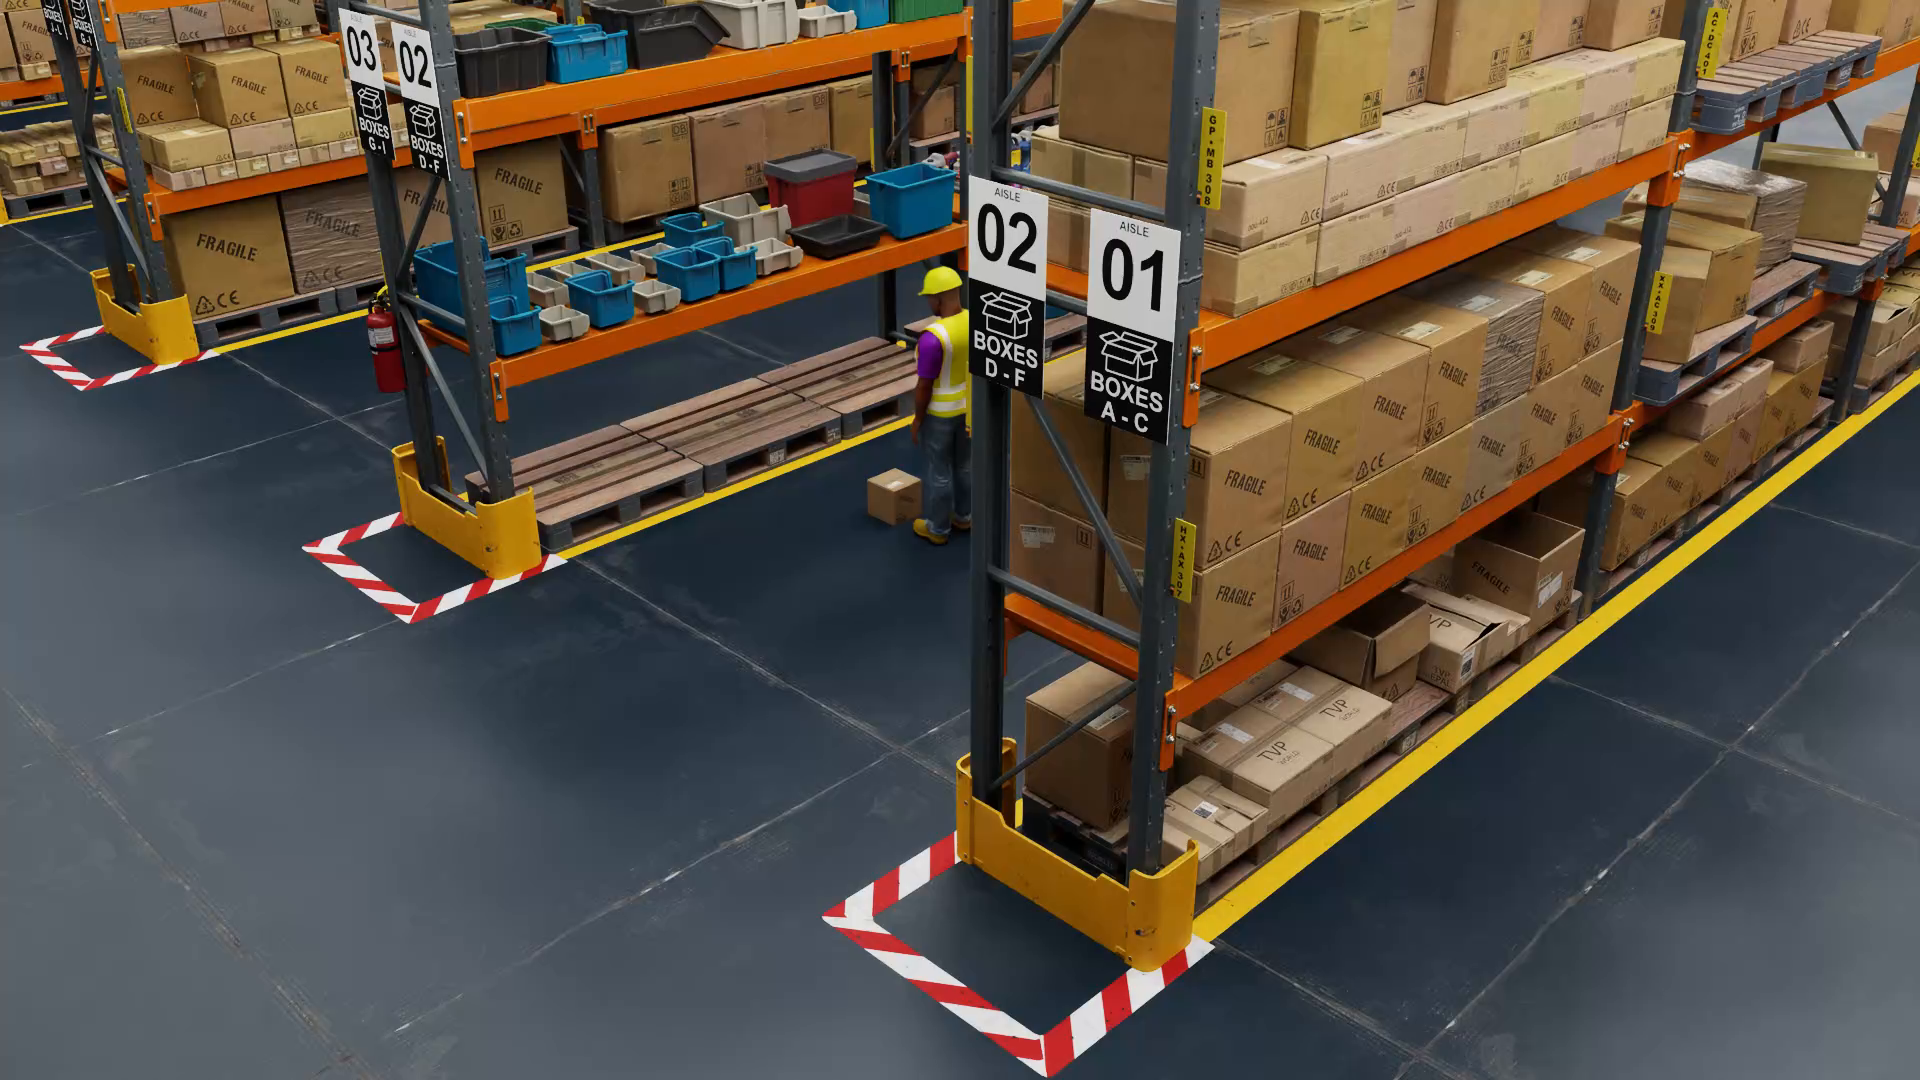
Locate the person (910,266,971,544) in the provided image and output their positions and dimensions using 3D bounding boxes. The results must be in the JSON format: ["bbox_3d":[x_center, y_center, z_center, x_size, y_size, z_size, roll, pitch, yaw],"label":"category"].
[{"bbox_3d":[-0.105,-0.816,10.118,0.450,1.776,0.580,25,36,38],"label":"person"}]
